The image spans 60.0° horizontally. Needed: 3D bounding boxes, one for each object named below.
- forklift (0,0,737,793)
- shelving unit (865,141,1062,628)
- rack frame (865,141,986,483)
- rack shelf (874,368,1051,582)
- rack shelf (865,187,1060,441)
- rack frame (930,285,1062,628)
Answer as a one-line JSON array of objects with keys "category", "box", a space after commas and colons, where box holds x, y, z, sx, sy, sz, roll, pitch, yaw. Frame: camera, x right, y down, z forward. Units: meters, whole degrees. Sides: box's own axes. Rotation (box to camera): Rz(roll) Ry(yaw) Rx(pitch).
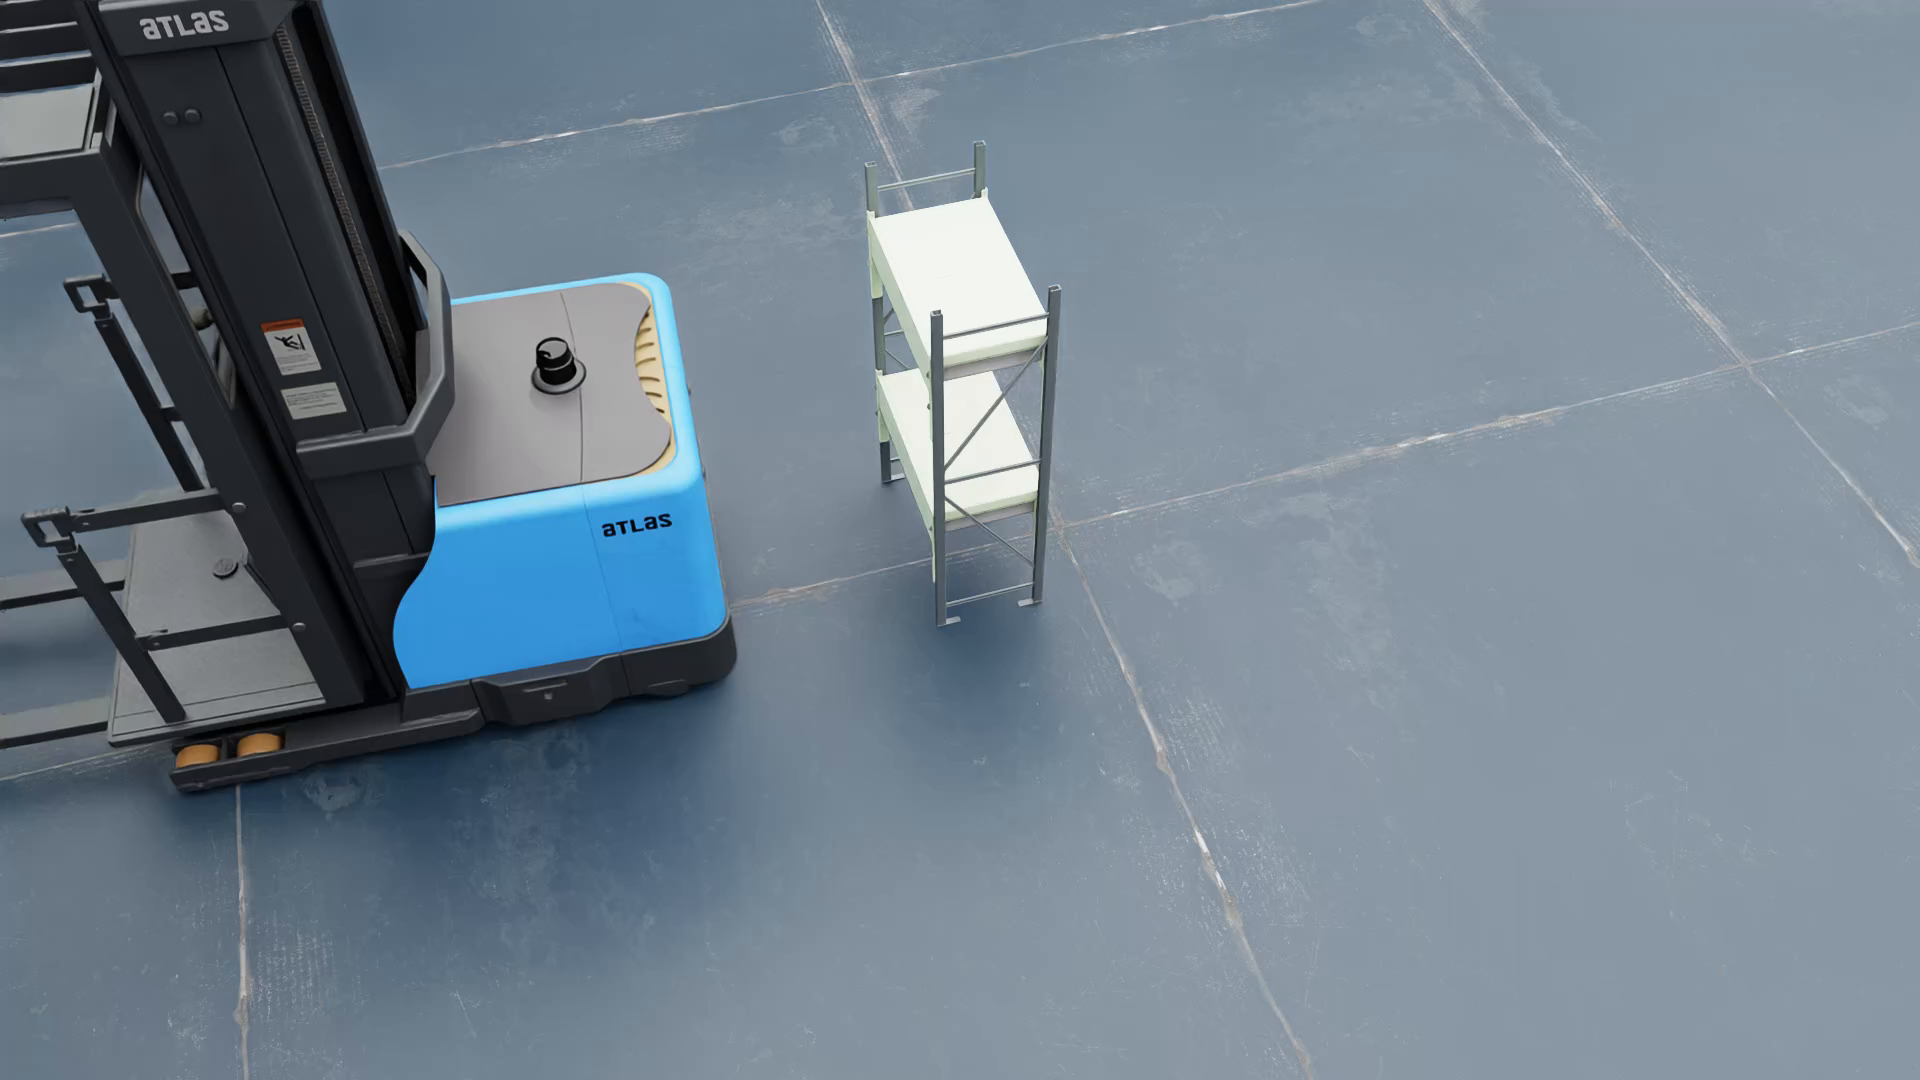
[{"category": "forklift", "box": [-2.352, -0.560, 4.805, 3.031, 2.935, 1.130, -10, 51, -8]}, {"category": "shelving unit", "box": [-0.002, -0.488, 5.681, 0.431, 1.500, 0.755, -13, 51, -11]}, {"category": "rack frame", "box": [-0.110, -0.756, 5.906, 0.400, 1.500, 0.023, -13, 51, -11]}, {"category": "rack shelf", "box": [-0.002, -0.278, 5.930, 0.431, 0.370, 0.720, -13, 51, -11]}, {"category": "rack shelf", "box": [-0.002, -0.740, 5.382, 0.431, 0.370, 0.720, -13, 51, -11]}, {"category": "rack frame", "box": [0.106, -0.221, 5.455, 0.400, 1.500, 0.023, -13, 51, -11]}]
